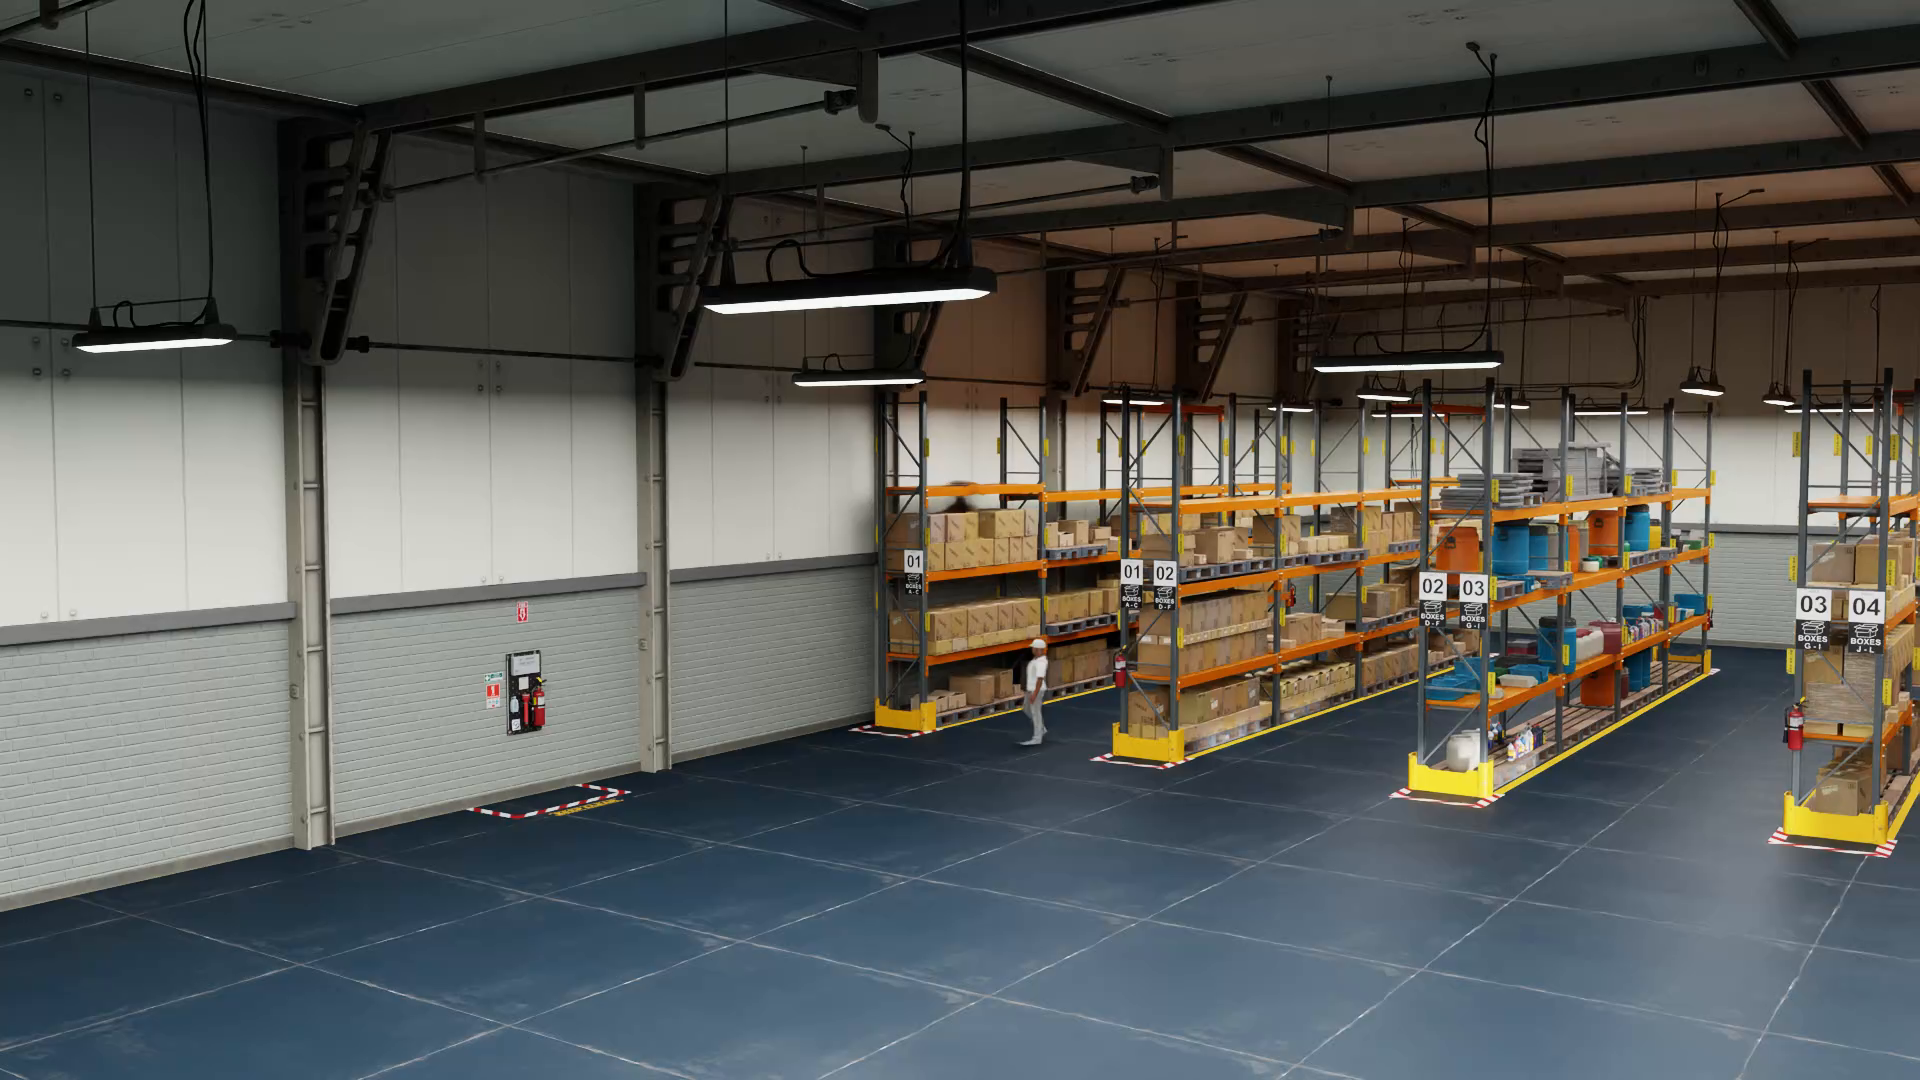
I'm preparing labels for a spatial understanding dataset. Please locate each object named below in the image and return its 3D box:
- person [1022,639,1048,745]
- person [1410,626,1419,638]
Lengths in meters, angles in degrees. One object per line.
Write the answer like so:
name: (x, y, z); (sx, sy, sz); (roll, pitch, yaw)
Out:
person: (1.279, 2.549, 28.152); (0.468, 1.763, 0.671); (-1, 3, -9)
person: (11.329, 1.913, 41.314); (0.482, 1.610, 0.343); (-2, 4, -35)
